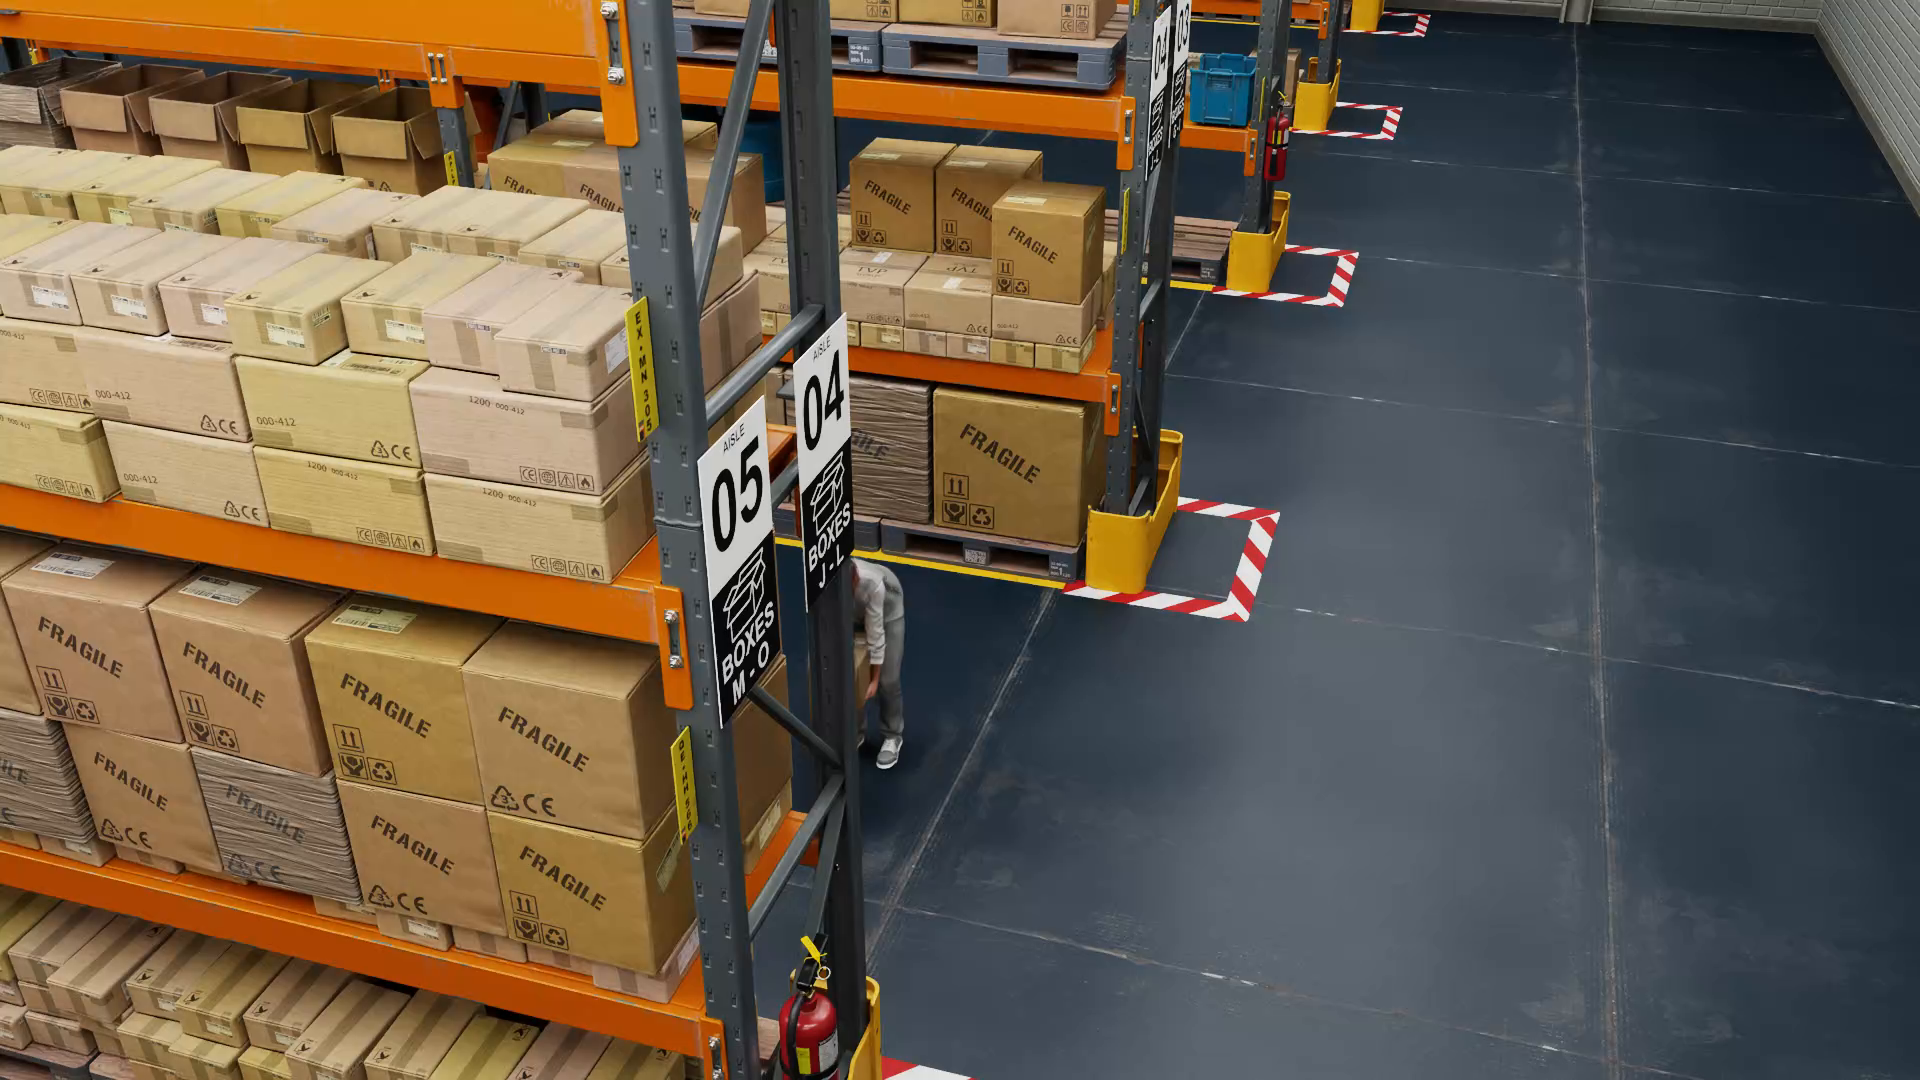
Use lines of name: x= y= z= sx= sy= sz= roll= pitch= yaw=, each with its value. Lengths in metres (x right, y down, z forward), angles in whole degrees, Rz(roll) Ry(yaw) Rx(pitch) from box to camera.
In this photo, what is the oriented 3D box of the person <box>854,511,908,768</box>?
person: x=-0.439 y=0.461 z=7.942 sx=0.419 sy=1.348 sz=0.352 roll=9 pitch=31 yaw=15
